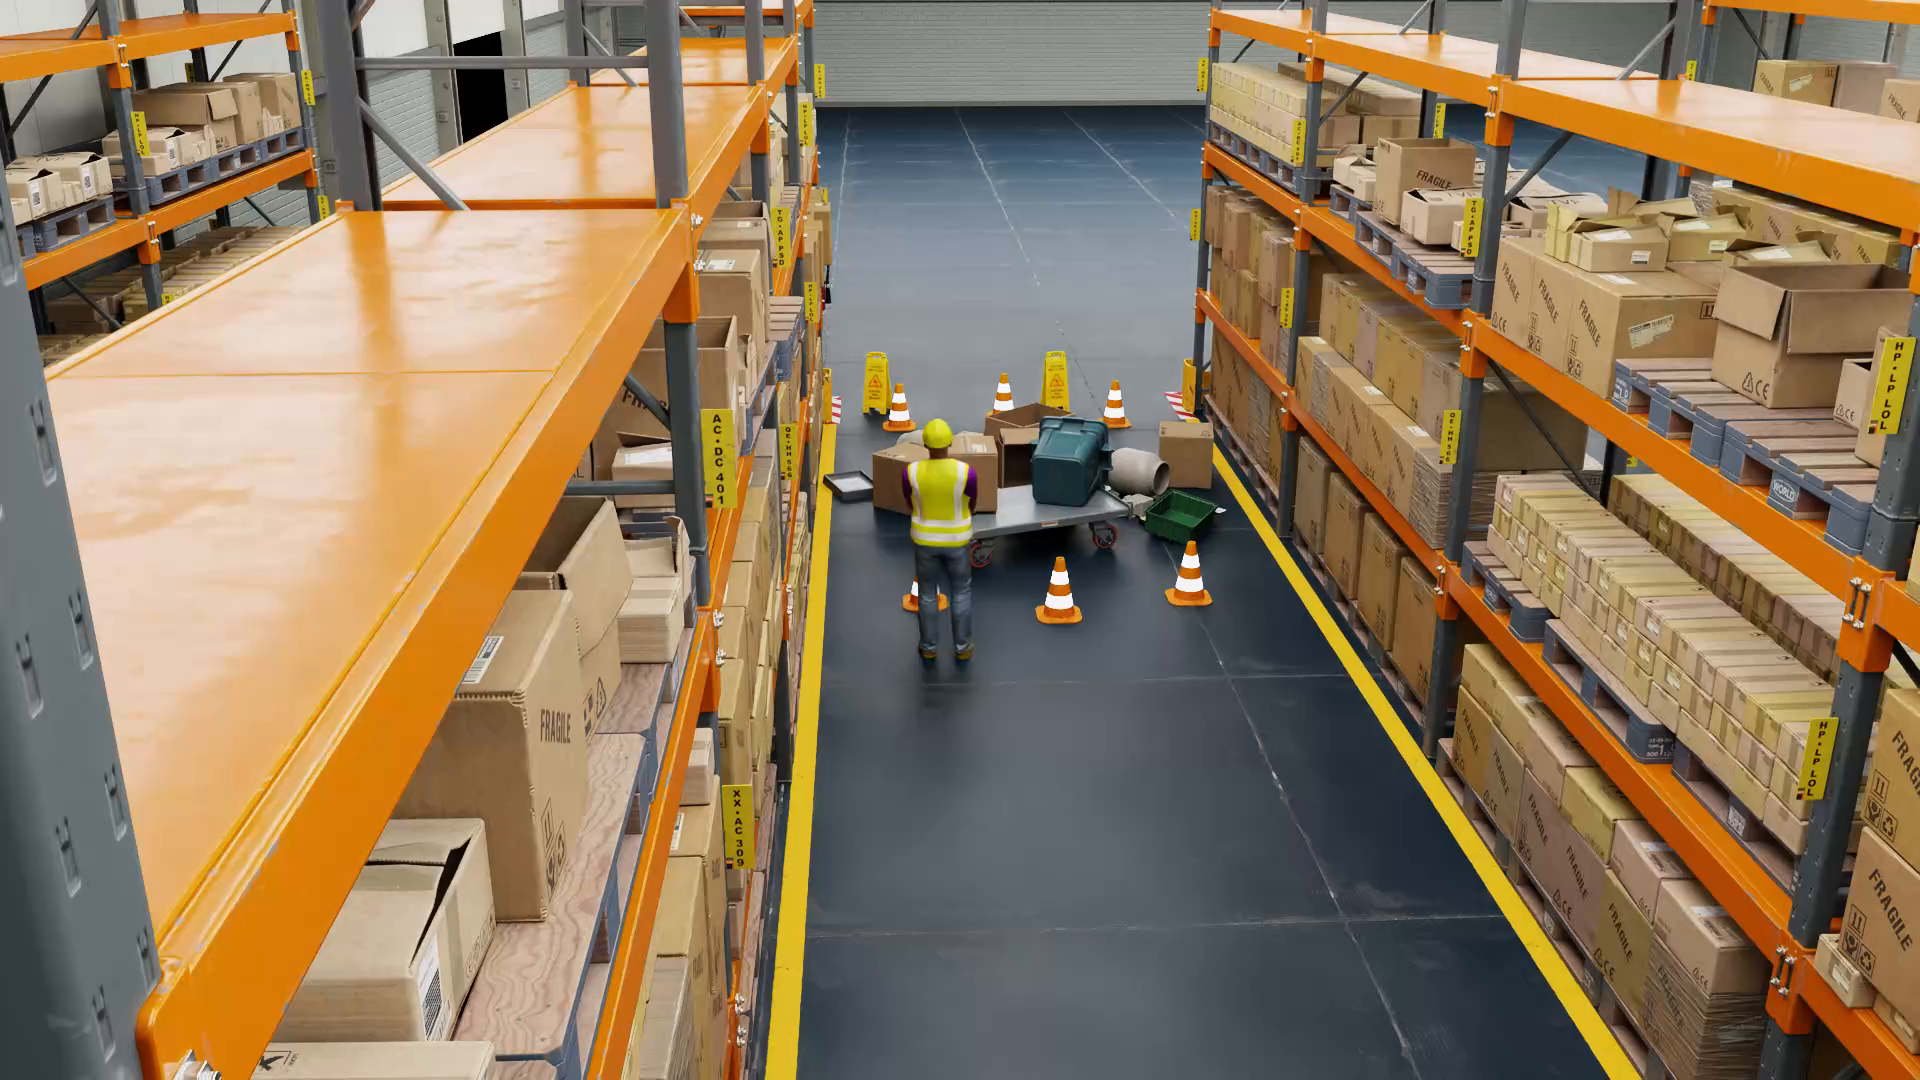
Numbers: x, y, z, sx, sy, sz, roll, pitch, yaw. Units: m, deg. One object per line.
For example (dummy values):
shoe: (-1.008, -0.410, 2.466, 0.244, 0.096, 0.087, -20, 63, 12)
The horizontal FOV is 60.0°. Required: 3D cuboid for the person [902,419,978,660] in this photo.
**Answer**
person: (-0.125, -0.033, 11.631, 0.516, 1.766, 0.571, 2, 20, 4)
